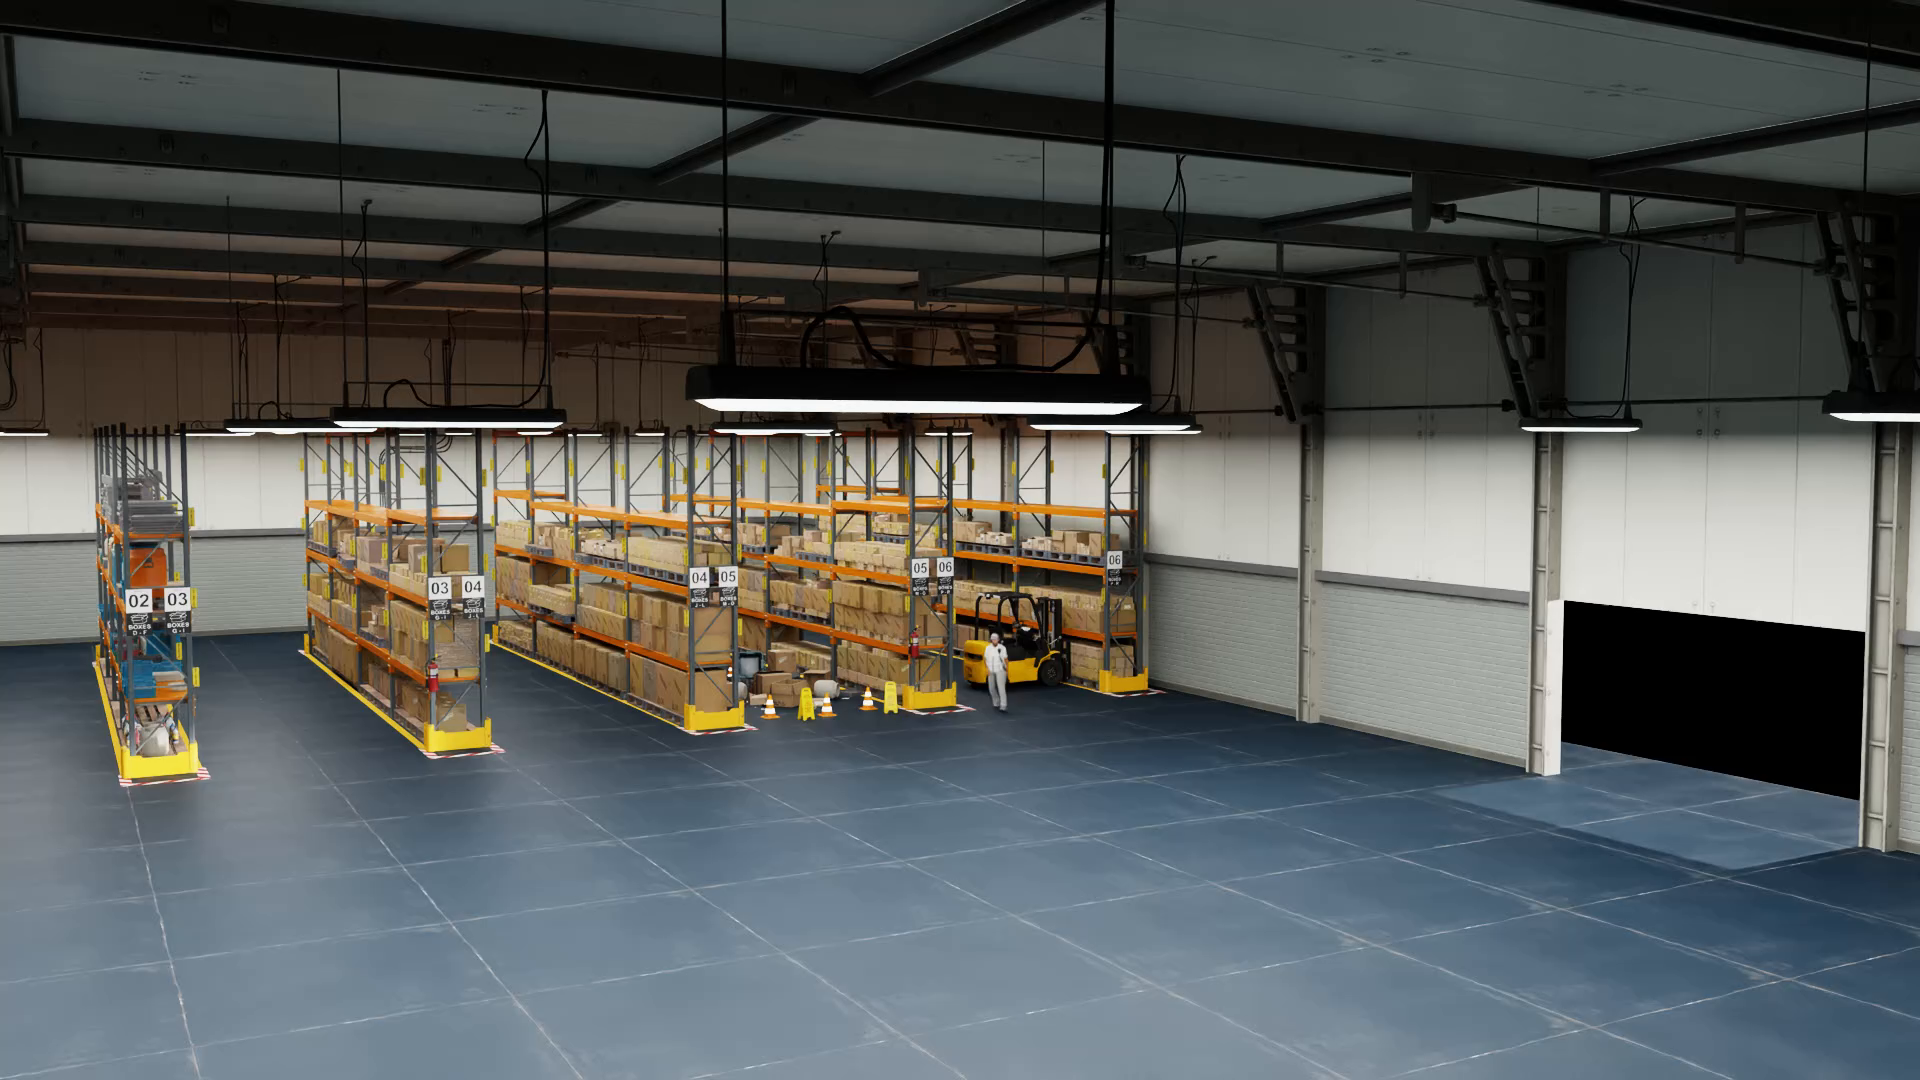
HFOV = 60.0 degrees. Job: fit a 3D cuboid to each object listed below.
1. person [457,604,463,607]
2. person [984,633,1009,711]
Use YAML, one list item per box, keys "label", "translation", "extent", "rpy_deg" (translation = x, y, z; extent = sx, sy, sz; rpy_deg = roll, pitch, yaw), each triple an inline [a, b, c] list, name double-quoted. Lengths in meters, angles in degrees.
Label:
- label: "person"
  translation: [-14.156, 2.000, 46.902]
  extent: [0.688, 1.736, 1.045]
  rpy_deg: [0, 3, 1]
- label: "person"
  translation: [0.802, 2.787, 35.276]
  extent: [0.615, 1.610, 0.839]
  rpy_deg: [2, 4, 24]
